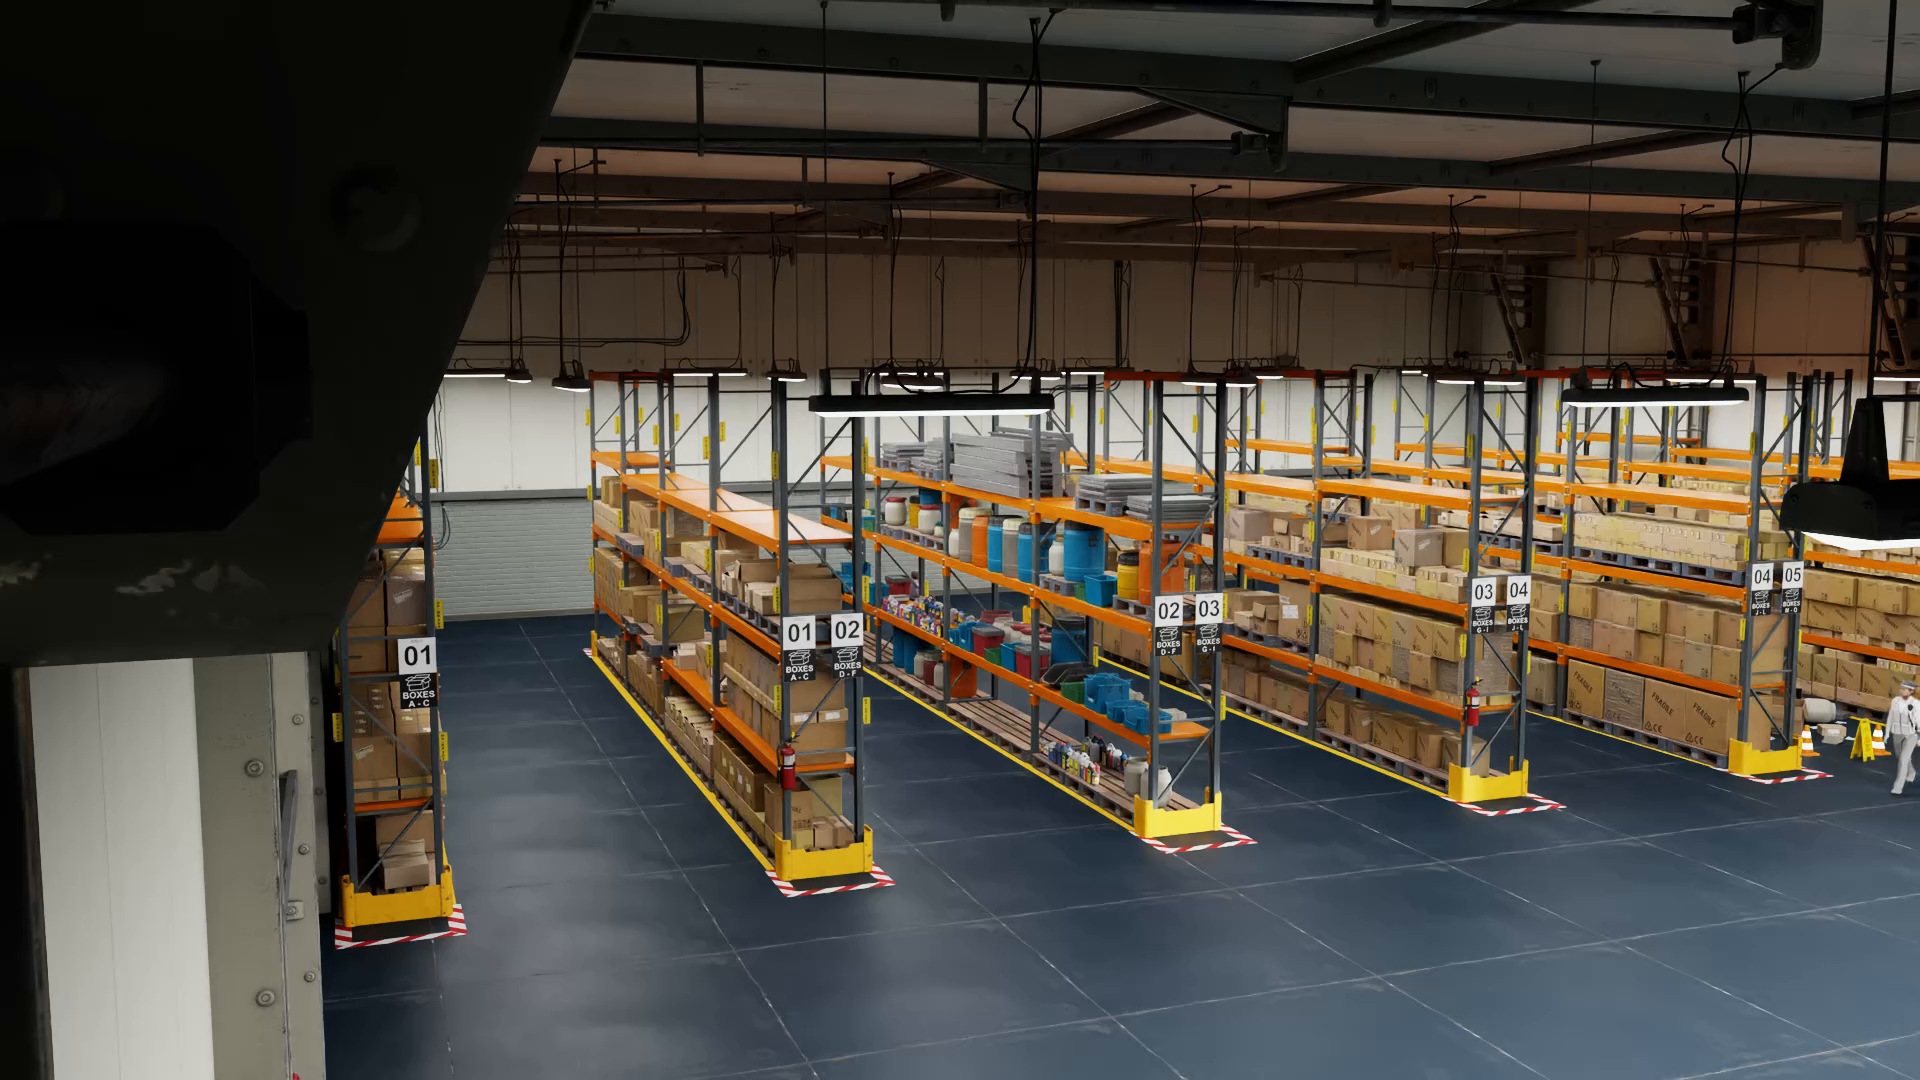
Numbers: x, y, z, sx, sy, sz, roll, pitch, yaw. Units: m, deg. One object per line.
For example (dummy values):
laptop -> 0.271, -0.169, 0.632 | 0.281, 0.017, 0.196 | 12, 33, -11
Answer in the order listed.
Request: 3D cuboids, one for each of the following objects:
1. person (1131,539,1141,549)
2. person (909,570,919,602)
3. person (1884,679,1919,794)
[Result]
person -> 4.453, 0.767, 42.004 | 0.617, 1.718, 1.028 | -2, 7, -15
person -> -0.969, 1.484, 36.235 | 0.395, 1.669, 0.526 | -5, 8, -40
person -> 13.746, 2.811, 24.153 | 0.965, 1.639, 0.517 | -5, 8, -39
